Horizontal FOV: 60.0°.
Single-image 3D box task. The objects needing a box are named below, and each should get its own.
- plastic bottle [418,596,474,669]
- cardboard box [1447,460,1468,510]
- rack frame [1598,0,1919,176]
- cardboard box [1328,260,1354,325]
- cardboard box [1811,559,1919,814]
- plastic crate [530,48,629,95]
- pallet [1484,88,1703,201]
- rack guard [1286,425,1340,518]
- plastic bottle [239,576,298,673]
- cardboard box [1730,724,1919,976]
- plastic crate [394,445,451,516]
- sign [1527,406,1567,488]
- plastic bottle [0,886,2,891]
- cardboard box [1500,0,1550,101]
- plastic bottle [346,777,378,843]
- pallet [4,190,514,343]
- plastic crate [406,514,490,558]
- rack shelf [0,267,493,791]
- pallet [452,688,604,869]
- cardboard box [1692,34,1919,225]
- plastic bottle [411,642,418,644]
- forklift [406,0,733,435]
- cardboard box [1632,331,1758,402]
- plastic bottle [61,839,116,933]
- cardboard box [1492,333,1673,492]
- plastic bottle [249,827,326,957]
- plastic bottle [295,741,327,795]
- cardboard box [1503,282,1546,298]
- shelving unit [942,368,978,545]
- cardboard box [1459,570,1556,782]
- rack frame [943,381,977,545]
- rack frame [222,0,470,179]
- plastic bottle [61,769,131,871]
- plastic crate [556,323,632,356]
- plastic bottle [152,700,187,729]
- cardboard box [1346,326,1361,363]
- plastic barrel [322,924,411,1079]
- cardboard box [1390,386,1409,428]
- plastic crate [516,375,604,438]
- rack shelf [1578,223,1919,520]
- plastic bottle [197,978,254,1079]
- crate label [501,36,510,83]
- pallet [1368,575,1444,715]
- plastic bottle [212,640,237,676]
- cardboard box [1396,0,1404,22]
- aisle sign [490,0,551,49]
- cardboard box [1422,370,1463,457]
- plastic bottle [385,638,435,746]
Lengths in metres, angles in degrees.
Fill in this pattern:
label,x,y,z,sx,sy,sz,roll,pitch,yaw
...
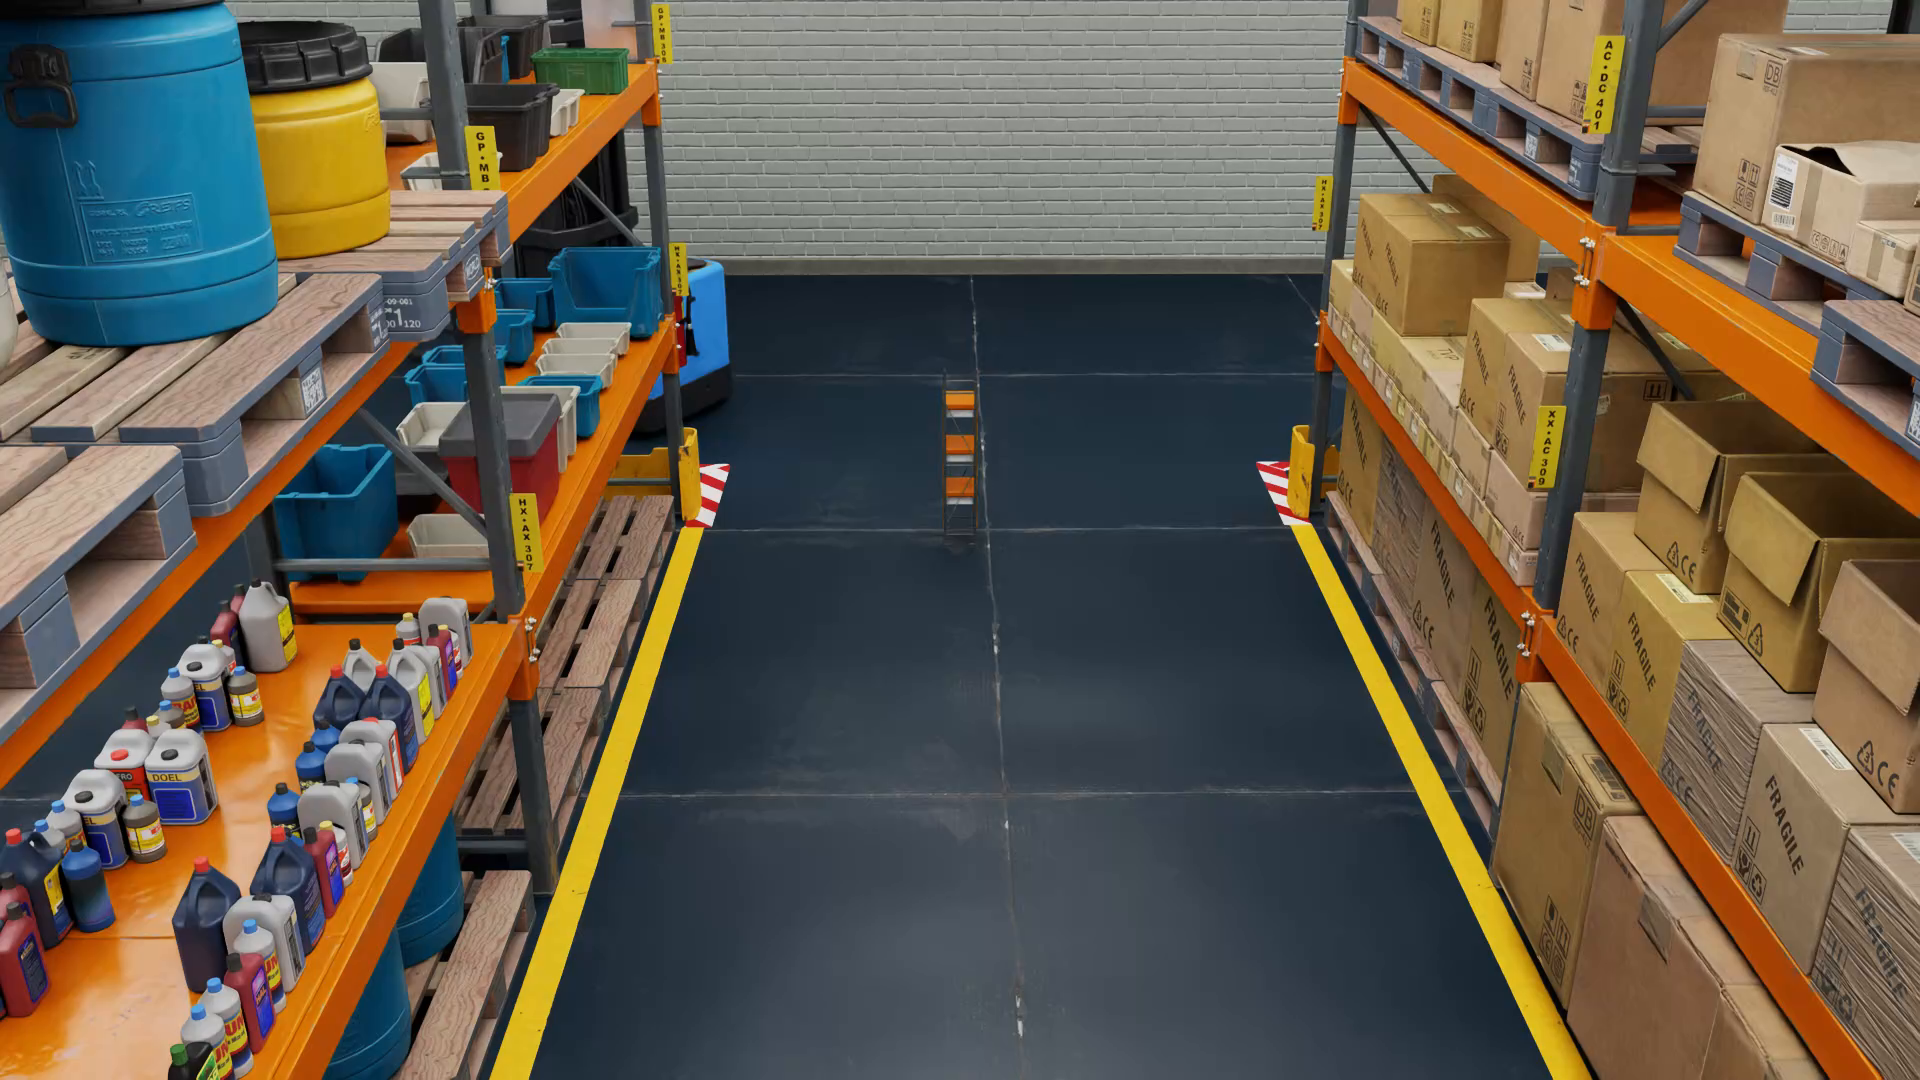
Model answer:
label,x,y,z,sx,sy,sz,roll,pitch,yaw
plastic bottle,-1.871,0.320,6.054,0.152,0.276,0.135,0,24,-1
cardboard box,2.414,-0.248,7.462,0.380,0.149,0.250,0,24,0
rack frame,2.754,-2.653,5.197,1.000,3.000,0.127,0,24,-1
cardboard box,2.445,-1.436,9.607,0.500,0.250,0.500,-1,24,-2
cardboard box,2.787,0.379,4.432,0.797,0.503,0.637,1,24,1
plastic crate,-1.946,-2.411,8.558,0.450,0.188,0.336,0,24,-1
pallet,2.755,-1.583,6.579,1.003,0.211,1.213,0,24,-1
rack guard,2.710,-0.439,10.615,1.175,0.500,0.348,0,24,-1
plastic bottle,-2.519,0.288,6.033,0.144,0.351,0.185,0,24,-1
cardboard box,2.531,0.851,4.606,0.500,0.500,0.500,0,24,0
plastic crate,-2.480,-0.260,7.445,0.437,0.125,0.590,0,24,-1
sign,2.199,-0.347,6.232,0.100,0.325,0.005,0,24,-1
plastic bottle,-2.602,1.037,4.459,0.061,0.283,0.133,0,24,-1
cardboard box,2.684,-2.113,6.890,0.700,0.500,0.500,1,24,2
plastic bottle,-1.832,0.815,5.049,0.097,0.201,0.097,0,24,0
pallet,-2.093,-0.856,5.092,1.213,0.211,1.003,0,24,-1
plastic crate,-2.061,0.003,6.851,0.396,0.136,0.243,0,24,-1
rack shelf,-2.177,-0.113,4.092,1.077,0.370,4.000,0,24,-1
pallet,-2.246,1.070,7.628,1.003,0.211,1.213,0,24,-1
cardboard box,2.770,-1.285,5.180,0.700,0.500,0.500,0,24,1
plastic bottle,-1.902,0.457,5.841,0.097,0.201,0.097,0,24,0
forklift,-3.251,-2.505,12.232,3.031,2.935,1.130,13,27,26
cardboard box,3.004,-0.527,6.687,0.500,0.500,0.500,0,24,-1
plastic bottle,-2.442,0.958,4.648,0.097,0.271,0.097,0,24,0
cardboard box,2.481,-0.517,6.664,0.500,0.500,0.500,0,24,1
plastic bottle,-1.850,0.956,4.556,0.144,0.351,0.185,0,24,-1
plastic bottle,-1.985,0.744,5.121,0.097,0.271,0.097,0,24,0
cardboard box,2.986,-1.228,9.146,0.500,0.250,0.500,-1,24,-1
shelving unit,-0.001,-0.500,10.082,0.215,1.050,0.252,0,24,-1
cardboard box,2.826,0.584,7.387,0.875,0.875,0.875,0,24,-1
rack frame,0.001,-0.450,9.971,0.200,1.050,0.008,0,24,-1
rack frame,-2.199,-2.631,5.148,1.000,3.000,0.127,0,24,-1
plastic bottle,-2.562,0.828,4.929,0.152,0.276,0.135,0,24,-1
plastic crate,-2.053,-1.118,9.329,0.396,0.136,0.243,0,24,-1
plastic bottle,-2.596,0.624,5.471,0.097,0.201,0.097,0,24,0
cardboard box,2.391,-1.095,9.336,0.380,0.149,0.250,-1,24,-2
plastic barrel,-2.202,1.383,5.589,0.600,0.901,0.708,0,24,-1
cardboard box,2.402,-0.672,8.401,0.380,0.149,0.250,-1,24,-2
plastic crate,-1.964,-0.652,8.182,0.416,0.233,0.300,0,24,-1
rack shelf,2.775,-0.135,4.141,1.077,0.370,4.000,0,24,-1
plastic bottle,-1.821,1.201,4.111,0.097,0.271,0.097,0,24,0
crate label,-2.556,-2.463,8.597,0.408,0.251,0.502,0,24,-1
pallet,2.807,0.533,8.816,1.003,0.211,1.213,0,24,-1
plastic bottle,-2.601,0.448,5.860,0.097,0.201,0.097,0,24,0
cardboard box,2.769,-3.003,8.858,0.700,0.500,0.500,-2,24,-4
aisle sign,-2.540,-2.759,9.555,0.394,0.787,0.004,0,24,-1
cardboard box,2.473,-0.592,7.739,0.500,0.250,0.500,0,24,1
plastic bottle,-1.862,0.502,5.560,0.144,0.351,0.185,0,24,-1
